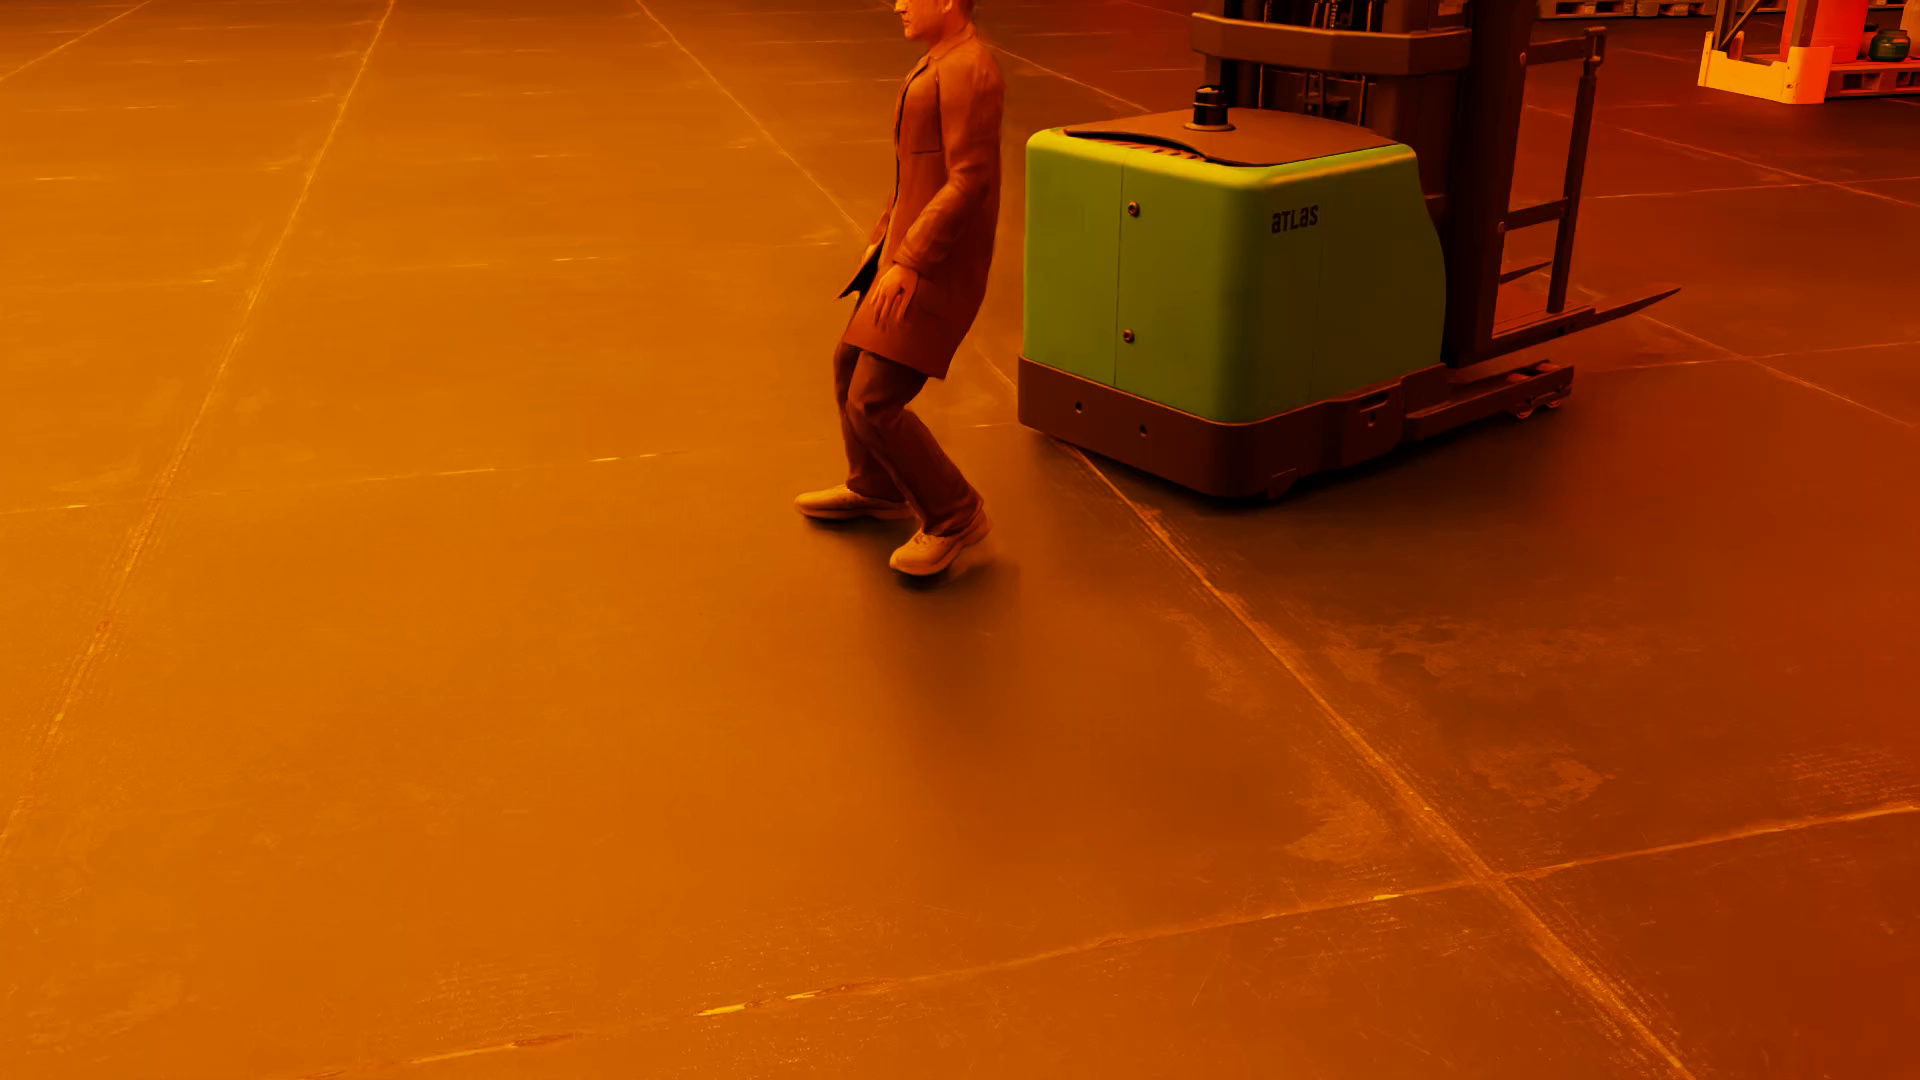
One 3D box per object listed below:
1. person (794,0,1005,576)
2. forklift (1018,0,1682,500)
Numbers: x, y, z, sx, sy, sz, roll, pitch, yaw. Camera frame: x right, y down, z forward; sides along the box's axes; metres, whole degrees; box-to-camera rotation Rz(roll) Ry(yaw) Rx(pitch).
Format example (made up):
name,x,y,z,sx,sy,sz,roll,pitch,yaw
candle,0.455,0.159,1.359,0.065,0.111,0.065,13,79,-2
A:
name,x,y,z,sx,sy,sz,roll,pitch,yaw
person,-0.191,-0.778,4.700,0.583,1.708,0.799,-4,23,-8
forklift,1.660,-1.933,5.852,3.031,2.935,1.130,-18,29,-36
